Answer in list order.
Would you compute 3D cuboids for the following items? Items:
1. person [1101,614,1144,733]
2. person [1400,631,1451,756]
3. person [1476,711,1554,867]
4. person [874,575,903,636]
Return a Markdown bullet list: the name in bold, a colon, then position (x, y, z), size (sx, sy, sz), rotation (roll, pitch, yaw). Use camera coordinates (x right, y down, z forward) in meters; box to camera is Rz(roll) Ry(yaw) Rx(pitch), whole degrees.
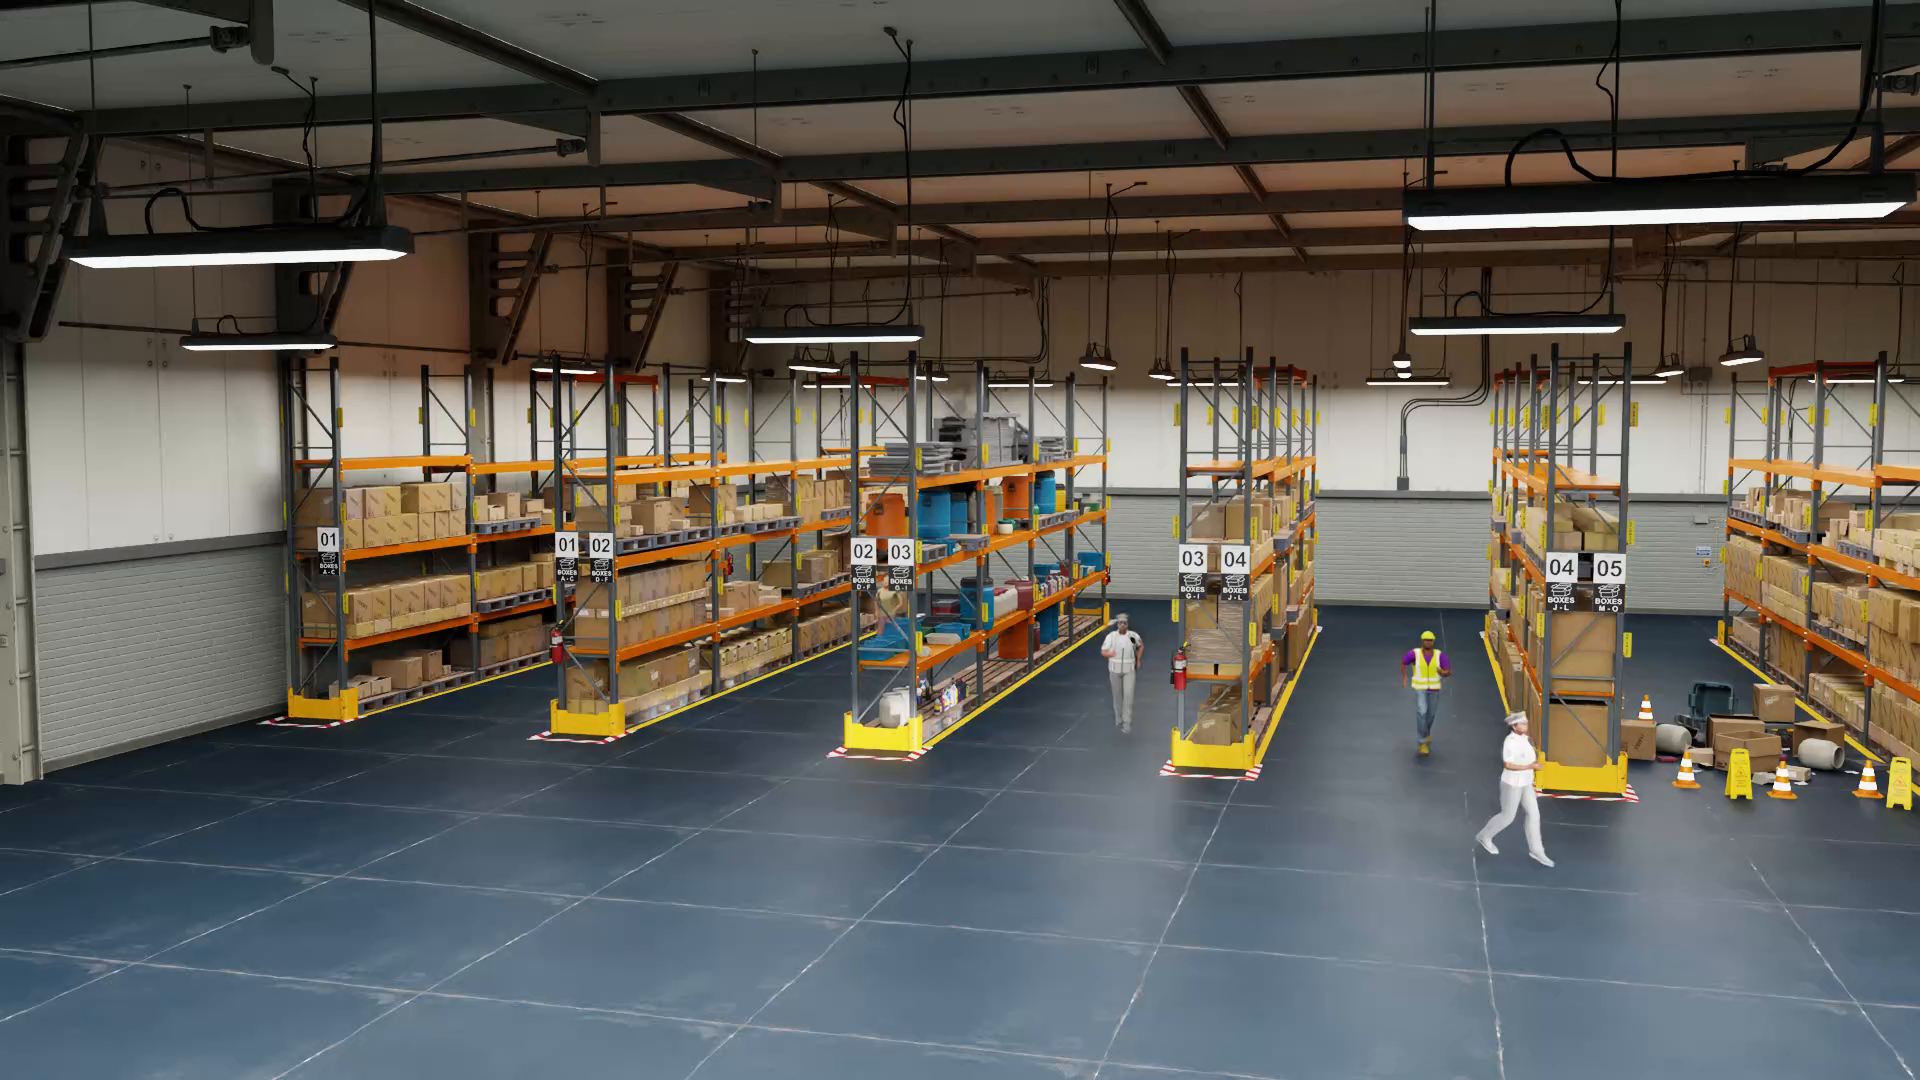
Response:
- **person**: position (2.524, 2.042, 25.892), size (0.652, 1.807, 0.967), rotation (0, 4, 6)
- **person**: position (7.022, 2.268, 25.023), size (0.685, 1.806, 0.871), rotation (0, 4, 2)
- **person**: position (6.252, 2.765, 18.709), size (0.574, 1.721, 0.883), rotation (-4, 6, -44)
- **person**: position (-1.419, 1.514, 32.773), size (0.594, 1.615, 0.504), rotation (1, 4, 9)
